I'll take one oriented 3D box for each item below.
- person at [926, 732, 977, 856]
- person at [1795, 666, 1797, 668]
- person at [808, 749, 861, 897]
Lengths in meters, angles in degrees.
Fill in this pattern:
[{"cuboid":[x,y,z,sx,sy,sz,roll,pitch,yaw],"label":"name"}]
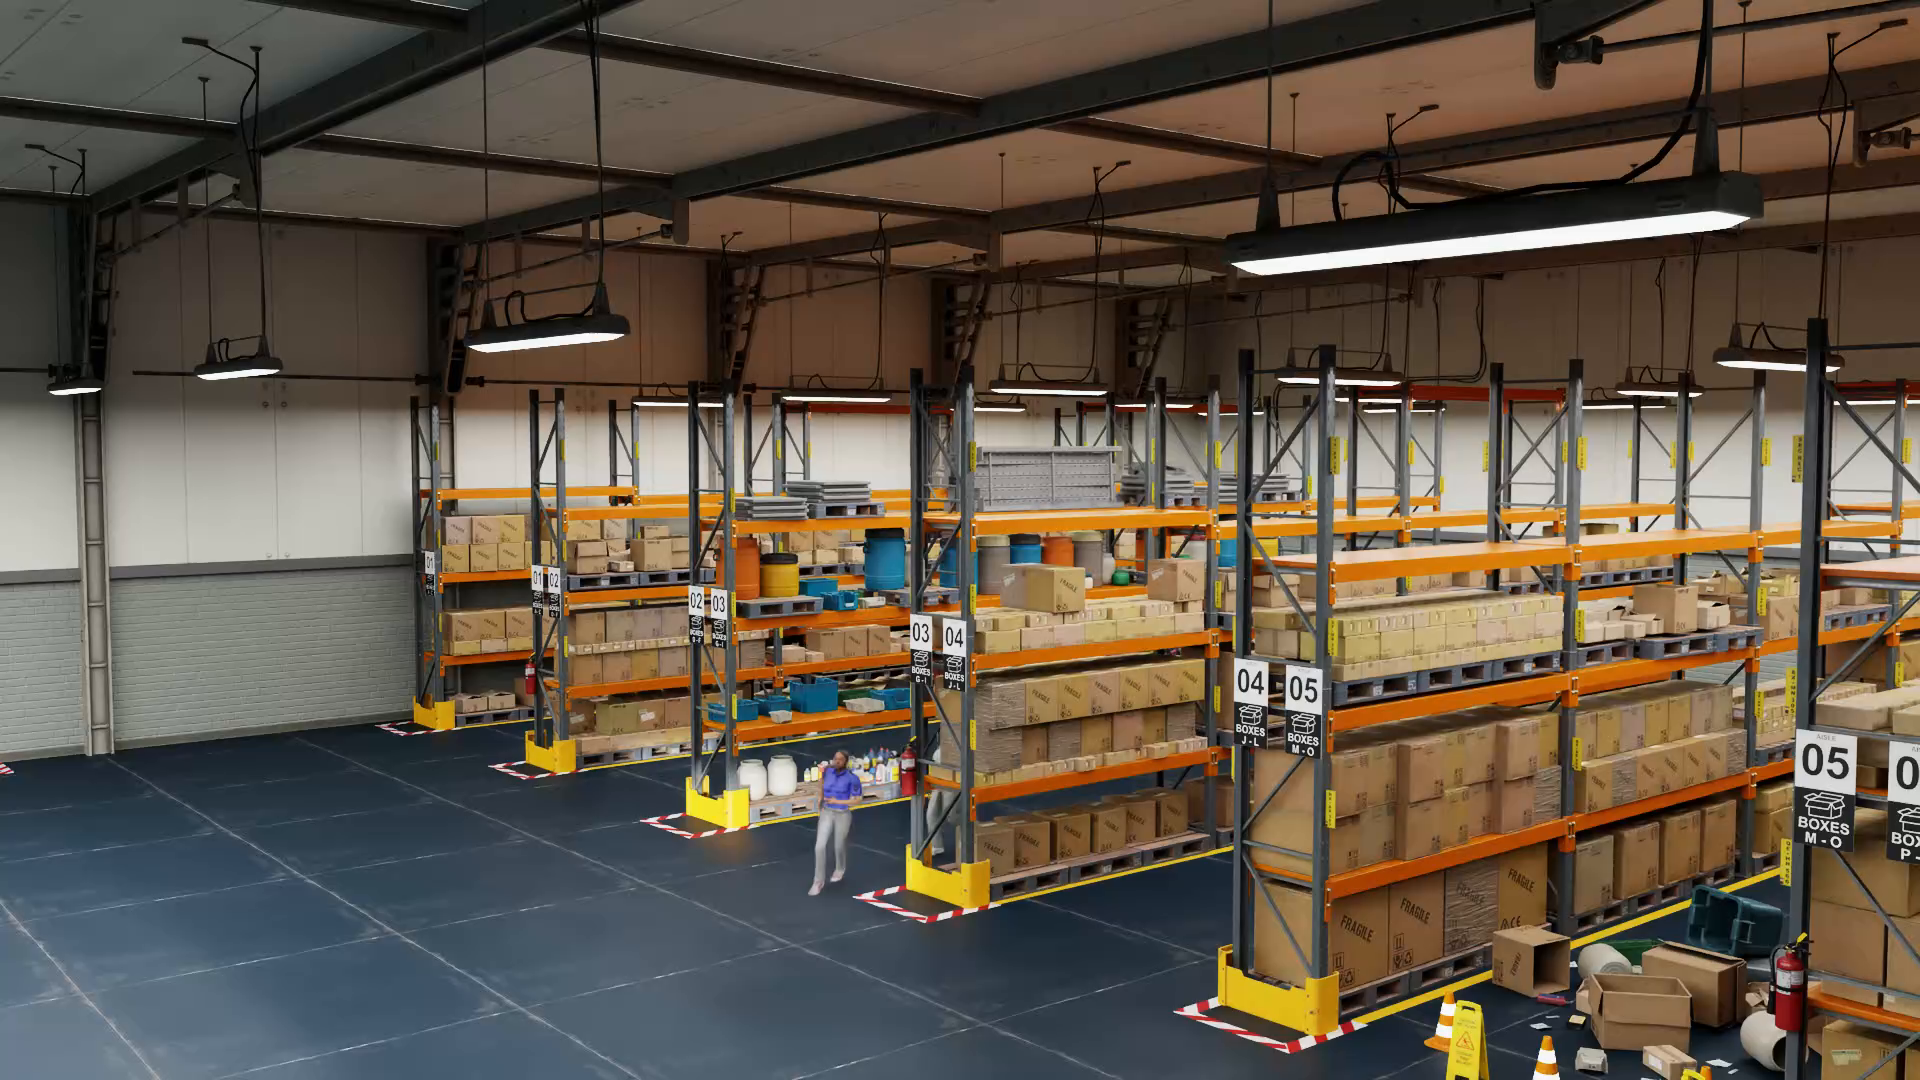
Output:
[{"cuboid":[-0.136,3.107,20.883,0.835,1.667,0.560,-3,4,-39],"label":"person"},{"cuboid":[12.943,2.792,25.651,0.626,1.742,0.669,-2,4,-32],"label":"person"},{"cuboid":[-1.369,3.242,19.169,0.572,1.694,0.770,1,4,17],"label":"person"}]
